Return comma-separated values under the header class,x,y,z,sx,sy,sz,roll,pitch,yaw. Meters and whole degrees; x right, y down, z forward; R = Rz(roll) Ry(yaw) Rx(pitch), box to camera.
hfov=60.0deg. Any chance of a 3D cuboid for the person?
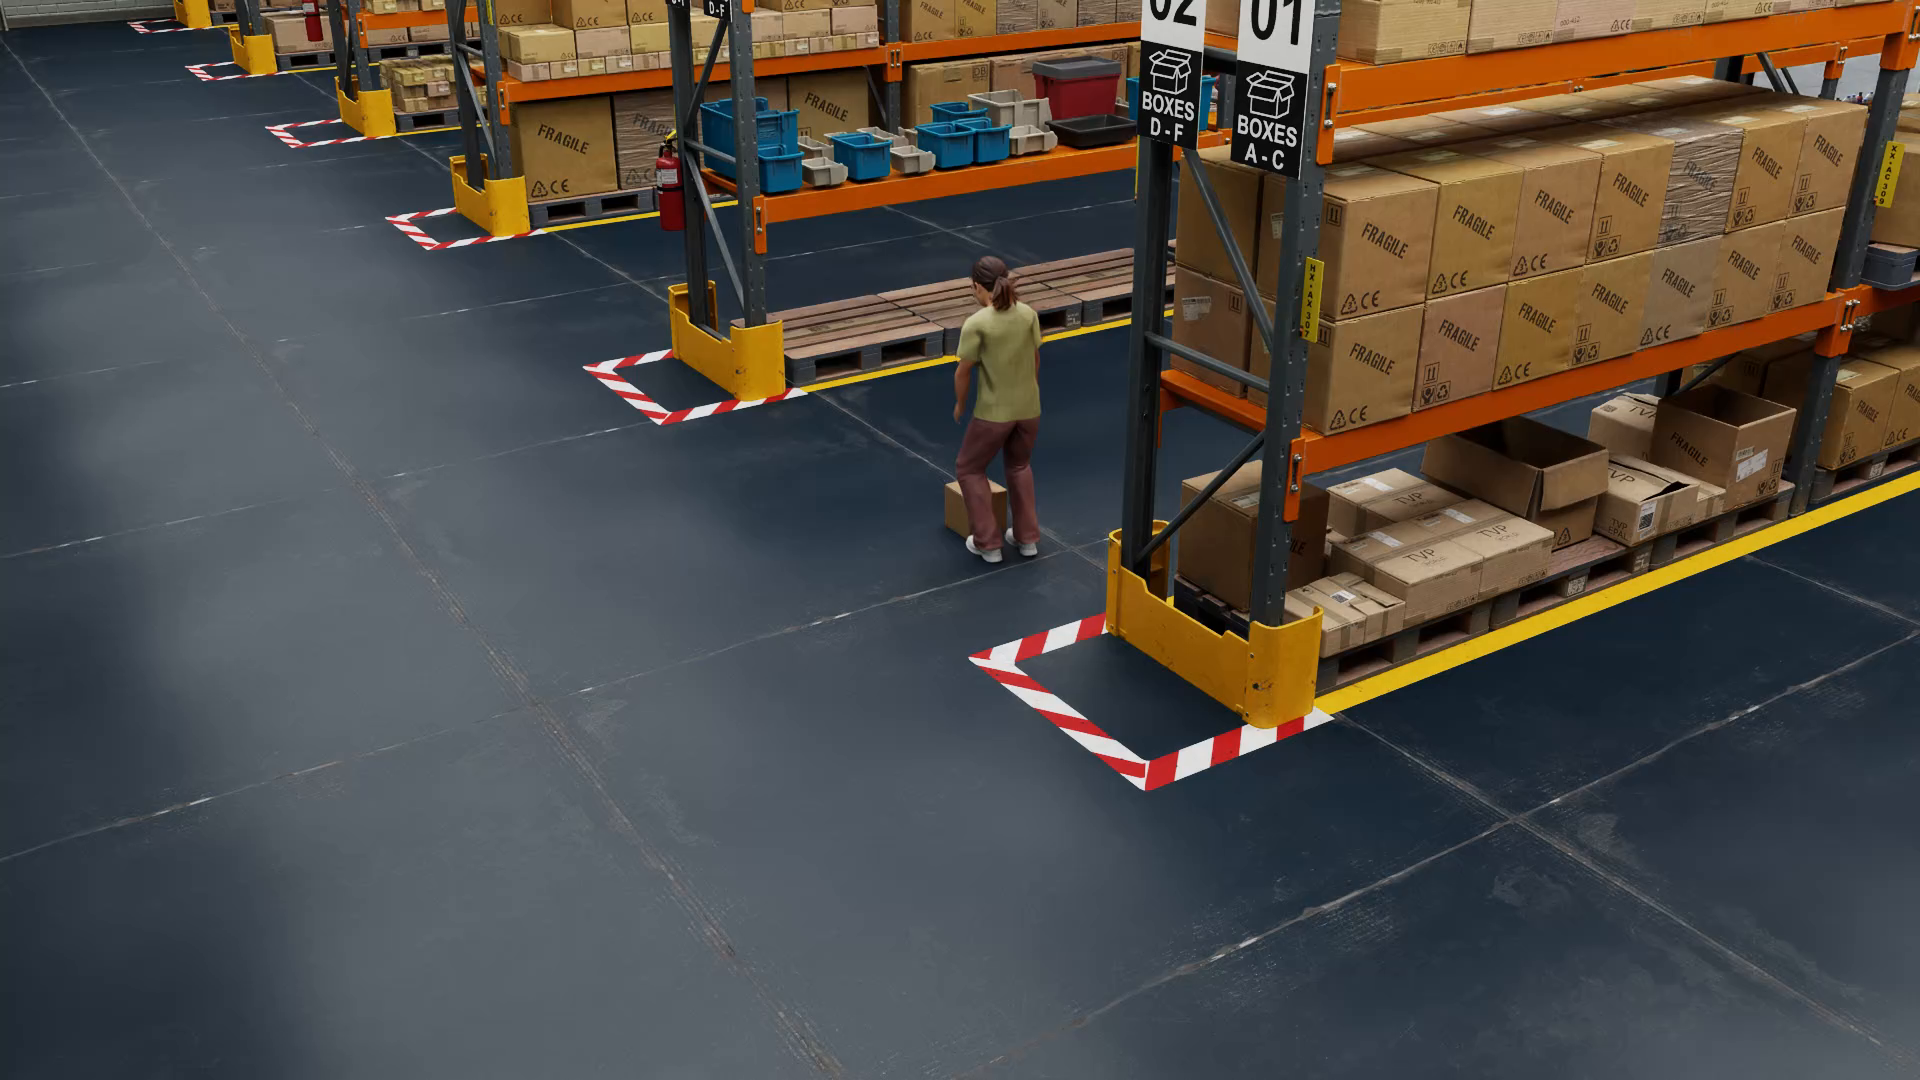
class,x,y,z,sx,sy,sz,roll,pitch,yaw
person,0.190,-0.664,8.617,0.478,1.604,0.426,-10,27,-21
